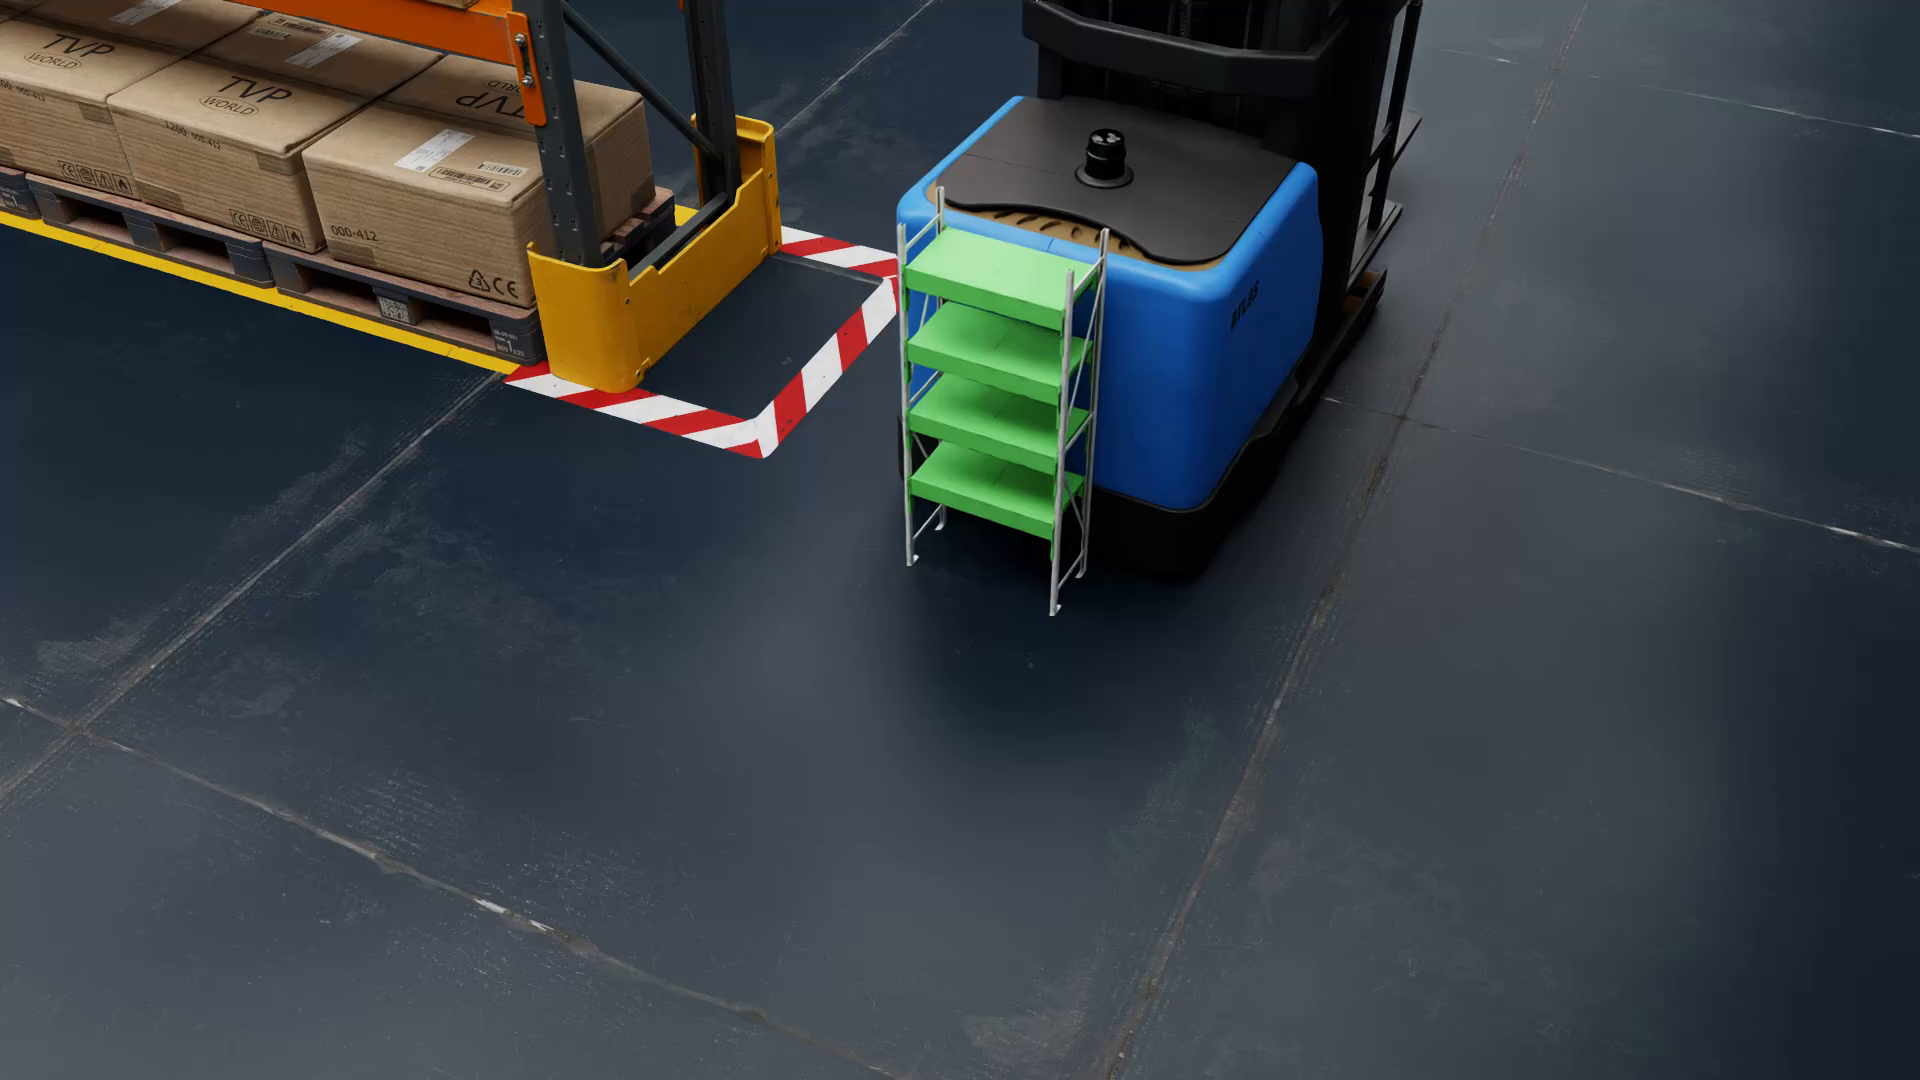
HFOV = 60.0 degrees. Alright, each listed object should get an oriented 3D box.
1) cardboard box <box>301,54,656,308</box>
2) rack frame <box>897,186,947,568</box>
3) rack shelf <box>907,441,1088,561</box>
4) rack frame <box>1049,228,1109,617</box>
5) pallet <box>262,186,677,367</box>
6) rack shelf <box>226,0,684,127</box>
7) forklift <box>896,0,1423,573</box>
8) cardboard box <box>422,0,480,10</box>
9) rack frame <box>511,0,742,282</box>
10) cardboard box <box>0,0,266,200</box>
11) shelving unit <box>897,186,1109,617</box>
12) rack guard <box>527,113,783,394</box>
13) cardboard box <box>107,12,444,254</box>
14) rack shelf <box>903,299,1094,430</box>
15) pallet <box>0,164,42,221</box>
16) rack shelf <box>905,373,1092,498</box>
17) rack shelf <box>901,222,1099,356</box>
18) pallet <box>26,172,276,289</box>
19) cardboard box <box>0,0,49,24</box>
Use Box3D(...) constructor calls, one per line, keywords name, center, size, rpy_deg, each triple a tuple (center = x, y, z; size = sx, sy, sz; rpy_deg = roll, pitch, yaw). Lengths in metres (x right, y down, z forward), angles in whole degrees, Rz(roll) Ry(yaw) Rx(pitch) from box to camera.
Box3D(name="cardboard box", center=(-1.748, -1.348, 6.151), size=(0.875, 0.438, 0.875), rpy_deg=(16, 43, 17))
Box3D(name="rack frame", center=(-0.104, -0.440, 4.841), size=(0.015, 1.200, 0.240), rpy_deg=(19, 44, 20))
Box3D(name="rack shelf", center=(0.113, -0.137, 4.956), size=(0.480, 0.148, 0.258), rpy_deg=(19, 44, 20))
Box3D(name="rack frame", center=(0.330, -0.293, 4.672), size=(0.015, 1.200, 0.240), rpy_deg=(19, 44, 20))
Box3D(name="pallet", center=(-1.865, -1.155, 6.422), size=(1.213, 0.211, 1.003), rpy_deg=(17, 44, 19))
Box3D(name="rack shelf", center=(-2.920, -2.316, 6.181), size=(4.000, 0.370, 1.077), rpy_deg=(17, 44, 19))
Box3D(name="forklift", center=(0.935, -1.965, 5.279), size=(1.130, 2.935, 3.031), rpy_deg=(19, 44, 21))
Box3D(name="cardboard box", center=(-1.656, -2.048, 5.247), size=(0.500, 0.500, 0.500), rpy_deg=(17, 44, 19))
Box3D(name="rack frame", center=(-1.107, -2.034, 5.307), size=(0.127, 3.000, 1.000), rpy_deg=(17, 44, 19))
Box3D(name="cardboard box", center=(-3.397, -1.847, 6.727), size=(0.875, 0.438, 0.875), rpy_deg=(16, 43, 17))
Box3D(name="shelving unit", center=(0.113, -0.367, 4.757), size=(0.503, 1.200, 0.258), rpy_deg=(19, 44, 20))
Box3D(name="rack guard", center=(-1.086, -1.083, 6.118), size=(0.348, 0.500, 1.175), rpy_deg=(17, 44, 19))
Box3D(name="cardboard box", center=(-2.581, -1.597, 6.437), size=(0.875, 0.438, 0.875), rpy_deg=(18, 44, 20))
Box3D(name="rack shelf", center=(0.113, -0.500, 4.641), size=(0.480, 0.148, 0.258), rpy_deg=(19, 44, 20))
Box3D(name="pallet", center=(-4.076, -1.831, 7.201), size=(1.213, 0.211, 1.003), rpy_deg=(17, 44, 19))
Box3D(name="rack shelf", center=(0.113, -0.318, 4.799), size=(0.480, 0.148, 0.258), rpy_deg=(19, 44, 20))
Box3D(name="rack shelf", center=(0.113, -0.681, 4.484), size=(0.480, 0.148, 0.258), rpy_deg=(19, 44, 20))
Box3D(name="pallet", center=(-2.967, -1.494, 6.813), size=(1.213, 0.211, 1.003), rpy_deg=(17, 44, 19))
Box3D(name="cardboard box", center=(-4.209, -2.095, 7.012), size=(0.875, 0.438, 0.875), rpy_deg=(16, 44, 18))
